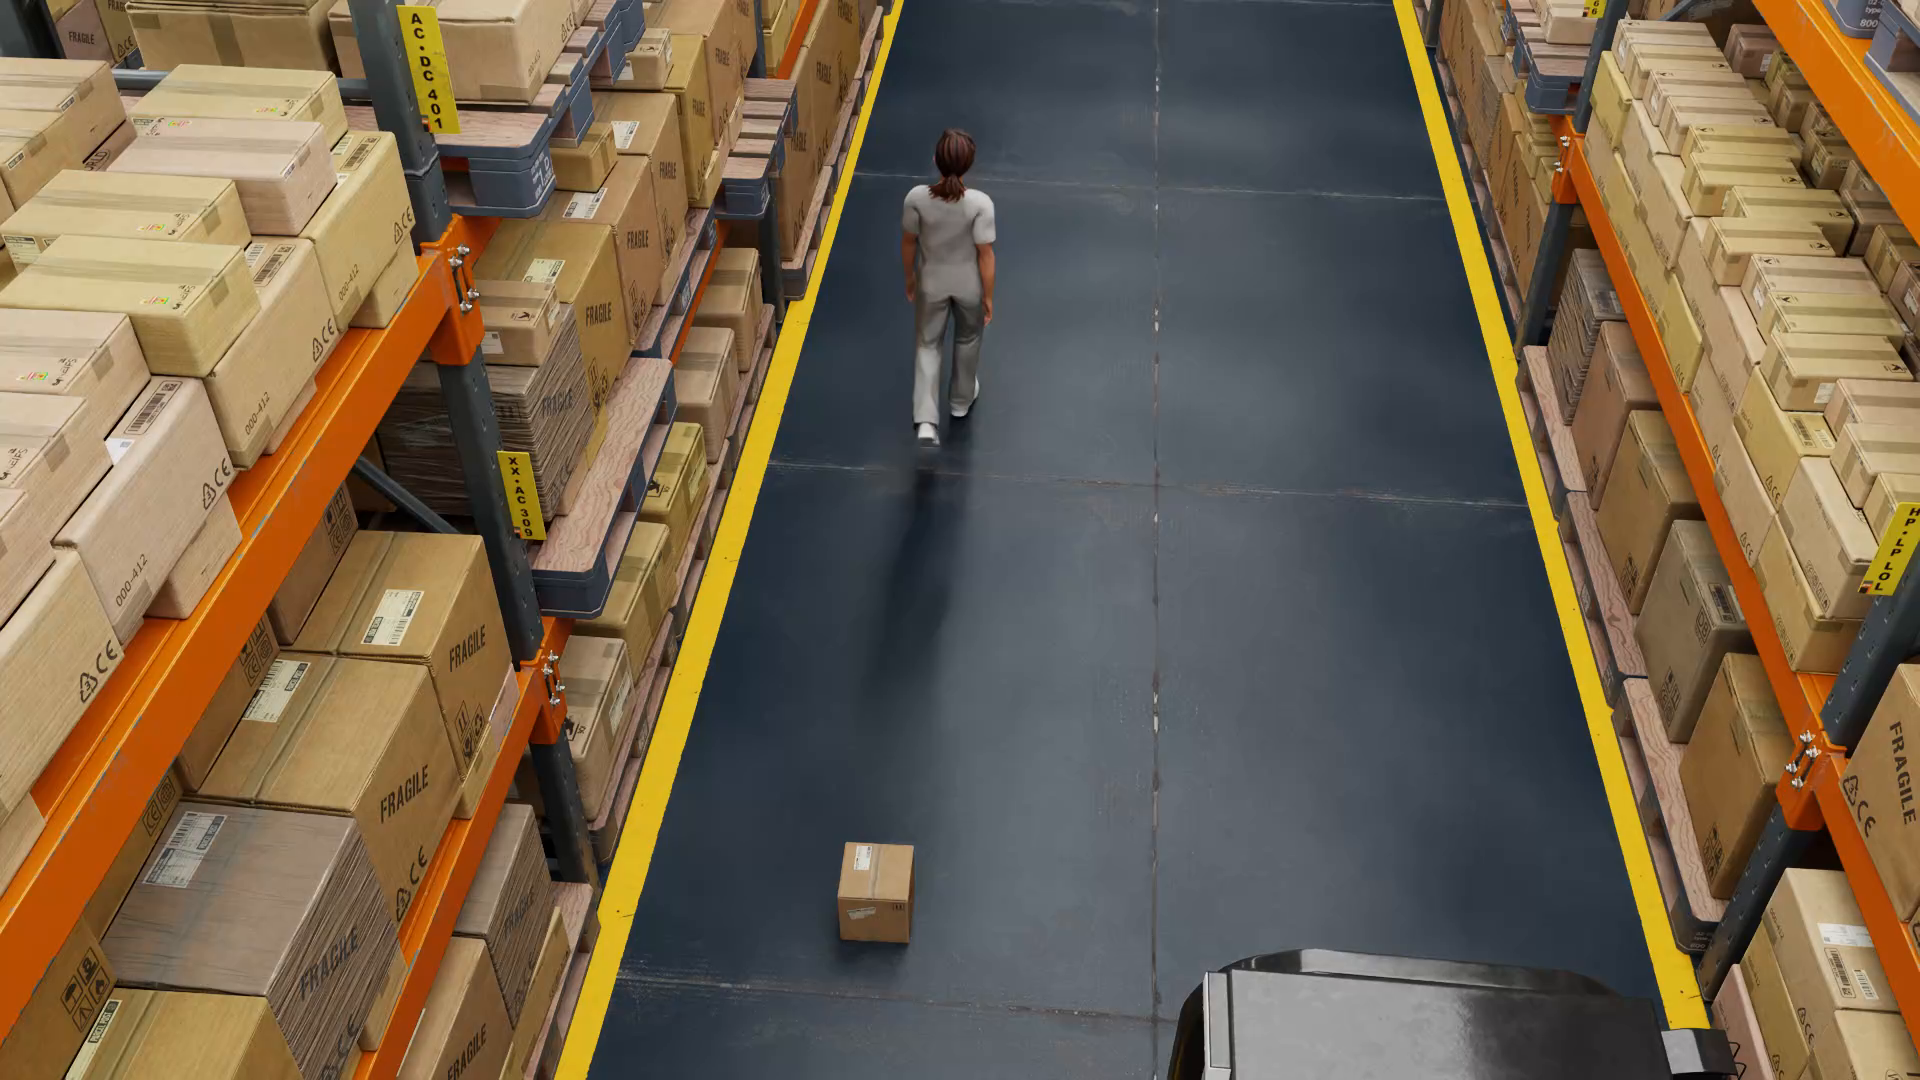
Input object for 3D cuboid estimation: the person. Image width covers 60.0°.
[{"bbox_3d":[-0.055,-1.174,7.829,0.451,1.638,0.839,5,40,6],"label":"person"}]
